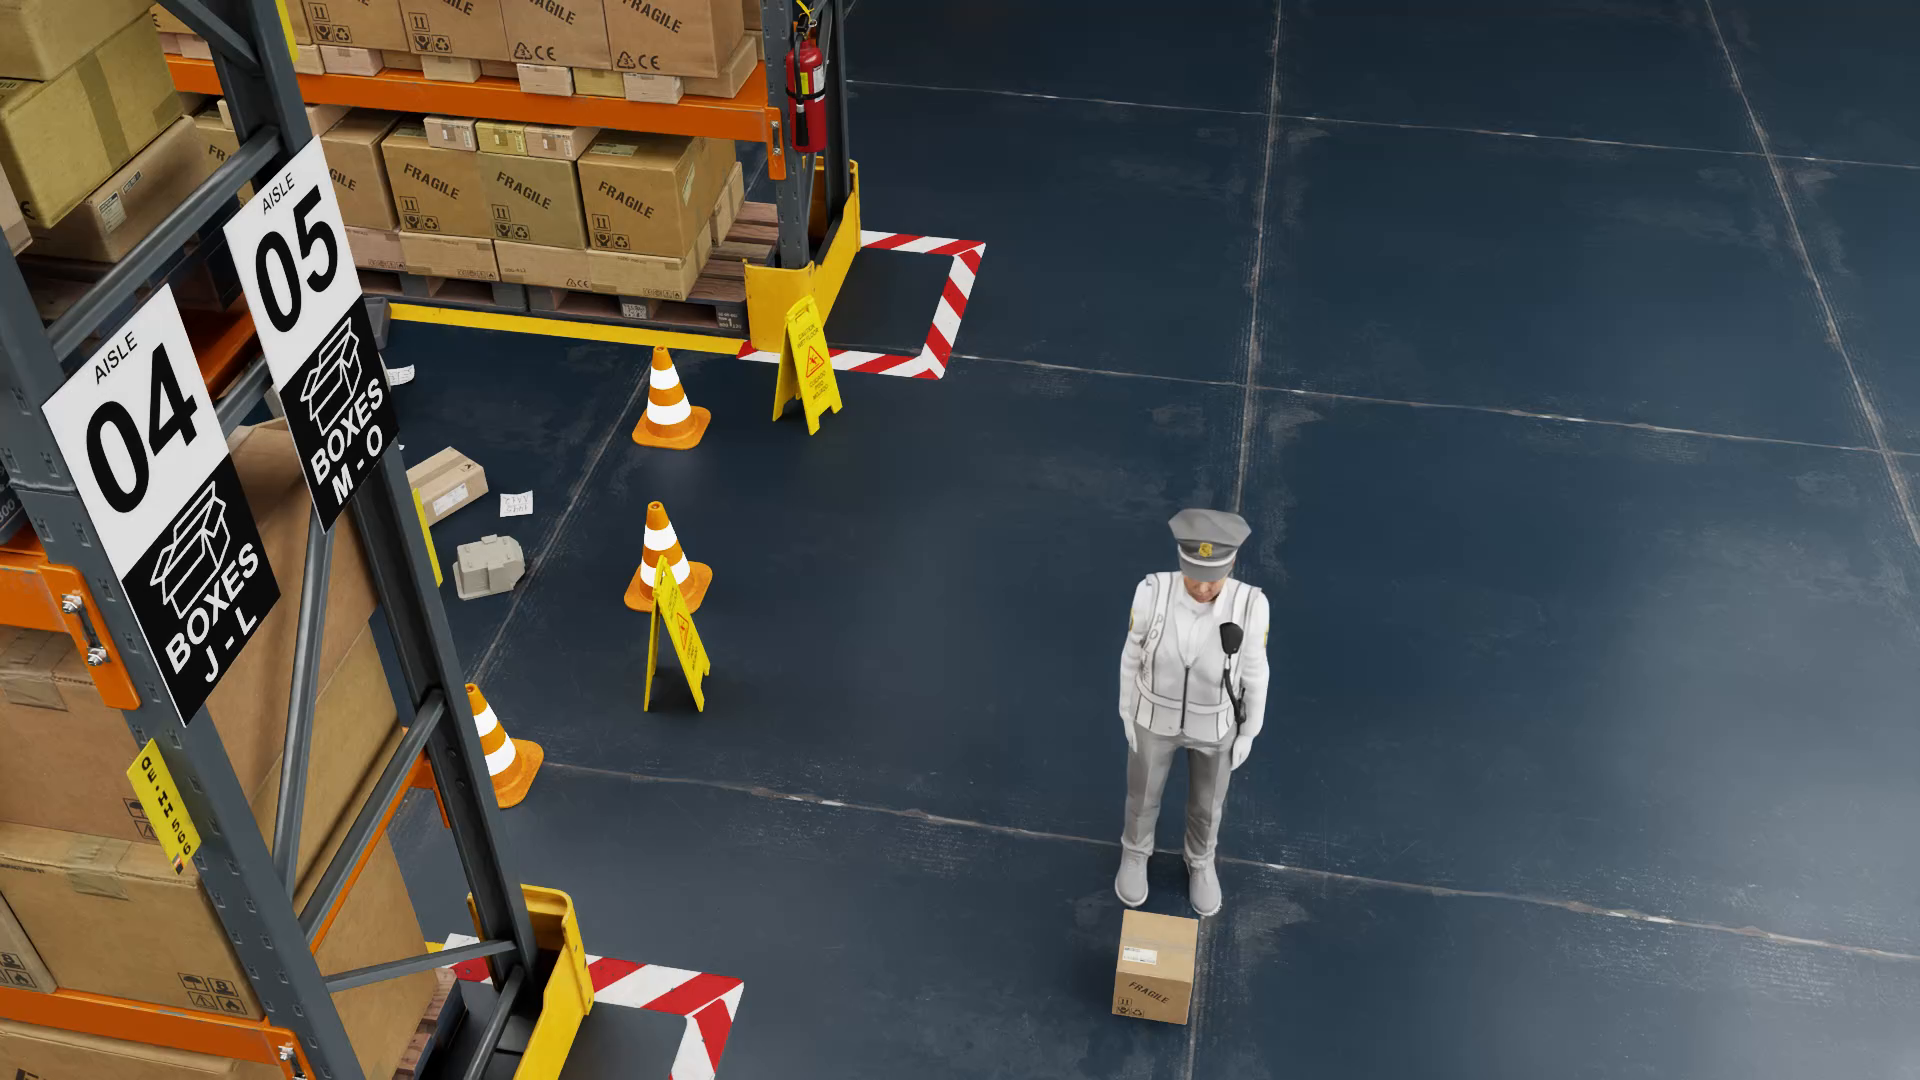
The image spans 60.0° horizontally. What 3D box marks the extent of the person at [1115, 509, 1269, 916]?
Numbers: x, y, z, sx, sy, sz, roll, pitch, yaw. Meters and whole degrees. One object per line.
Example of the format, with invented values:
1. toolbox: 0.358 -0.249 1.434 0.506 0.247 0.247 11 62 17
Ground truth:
1. person: 0.747 0.600 5.461 0.477 1.694 0.337 8 41 9
